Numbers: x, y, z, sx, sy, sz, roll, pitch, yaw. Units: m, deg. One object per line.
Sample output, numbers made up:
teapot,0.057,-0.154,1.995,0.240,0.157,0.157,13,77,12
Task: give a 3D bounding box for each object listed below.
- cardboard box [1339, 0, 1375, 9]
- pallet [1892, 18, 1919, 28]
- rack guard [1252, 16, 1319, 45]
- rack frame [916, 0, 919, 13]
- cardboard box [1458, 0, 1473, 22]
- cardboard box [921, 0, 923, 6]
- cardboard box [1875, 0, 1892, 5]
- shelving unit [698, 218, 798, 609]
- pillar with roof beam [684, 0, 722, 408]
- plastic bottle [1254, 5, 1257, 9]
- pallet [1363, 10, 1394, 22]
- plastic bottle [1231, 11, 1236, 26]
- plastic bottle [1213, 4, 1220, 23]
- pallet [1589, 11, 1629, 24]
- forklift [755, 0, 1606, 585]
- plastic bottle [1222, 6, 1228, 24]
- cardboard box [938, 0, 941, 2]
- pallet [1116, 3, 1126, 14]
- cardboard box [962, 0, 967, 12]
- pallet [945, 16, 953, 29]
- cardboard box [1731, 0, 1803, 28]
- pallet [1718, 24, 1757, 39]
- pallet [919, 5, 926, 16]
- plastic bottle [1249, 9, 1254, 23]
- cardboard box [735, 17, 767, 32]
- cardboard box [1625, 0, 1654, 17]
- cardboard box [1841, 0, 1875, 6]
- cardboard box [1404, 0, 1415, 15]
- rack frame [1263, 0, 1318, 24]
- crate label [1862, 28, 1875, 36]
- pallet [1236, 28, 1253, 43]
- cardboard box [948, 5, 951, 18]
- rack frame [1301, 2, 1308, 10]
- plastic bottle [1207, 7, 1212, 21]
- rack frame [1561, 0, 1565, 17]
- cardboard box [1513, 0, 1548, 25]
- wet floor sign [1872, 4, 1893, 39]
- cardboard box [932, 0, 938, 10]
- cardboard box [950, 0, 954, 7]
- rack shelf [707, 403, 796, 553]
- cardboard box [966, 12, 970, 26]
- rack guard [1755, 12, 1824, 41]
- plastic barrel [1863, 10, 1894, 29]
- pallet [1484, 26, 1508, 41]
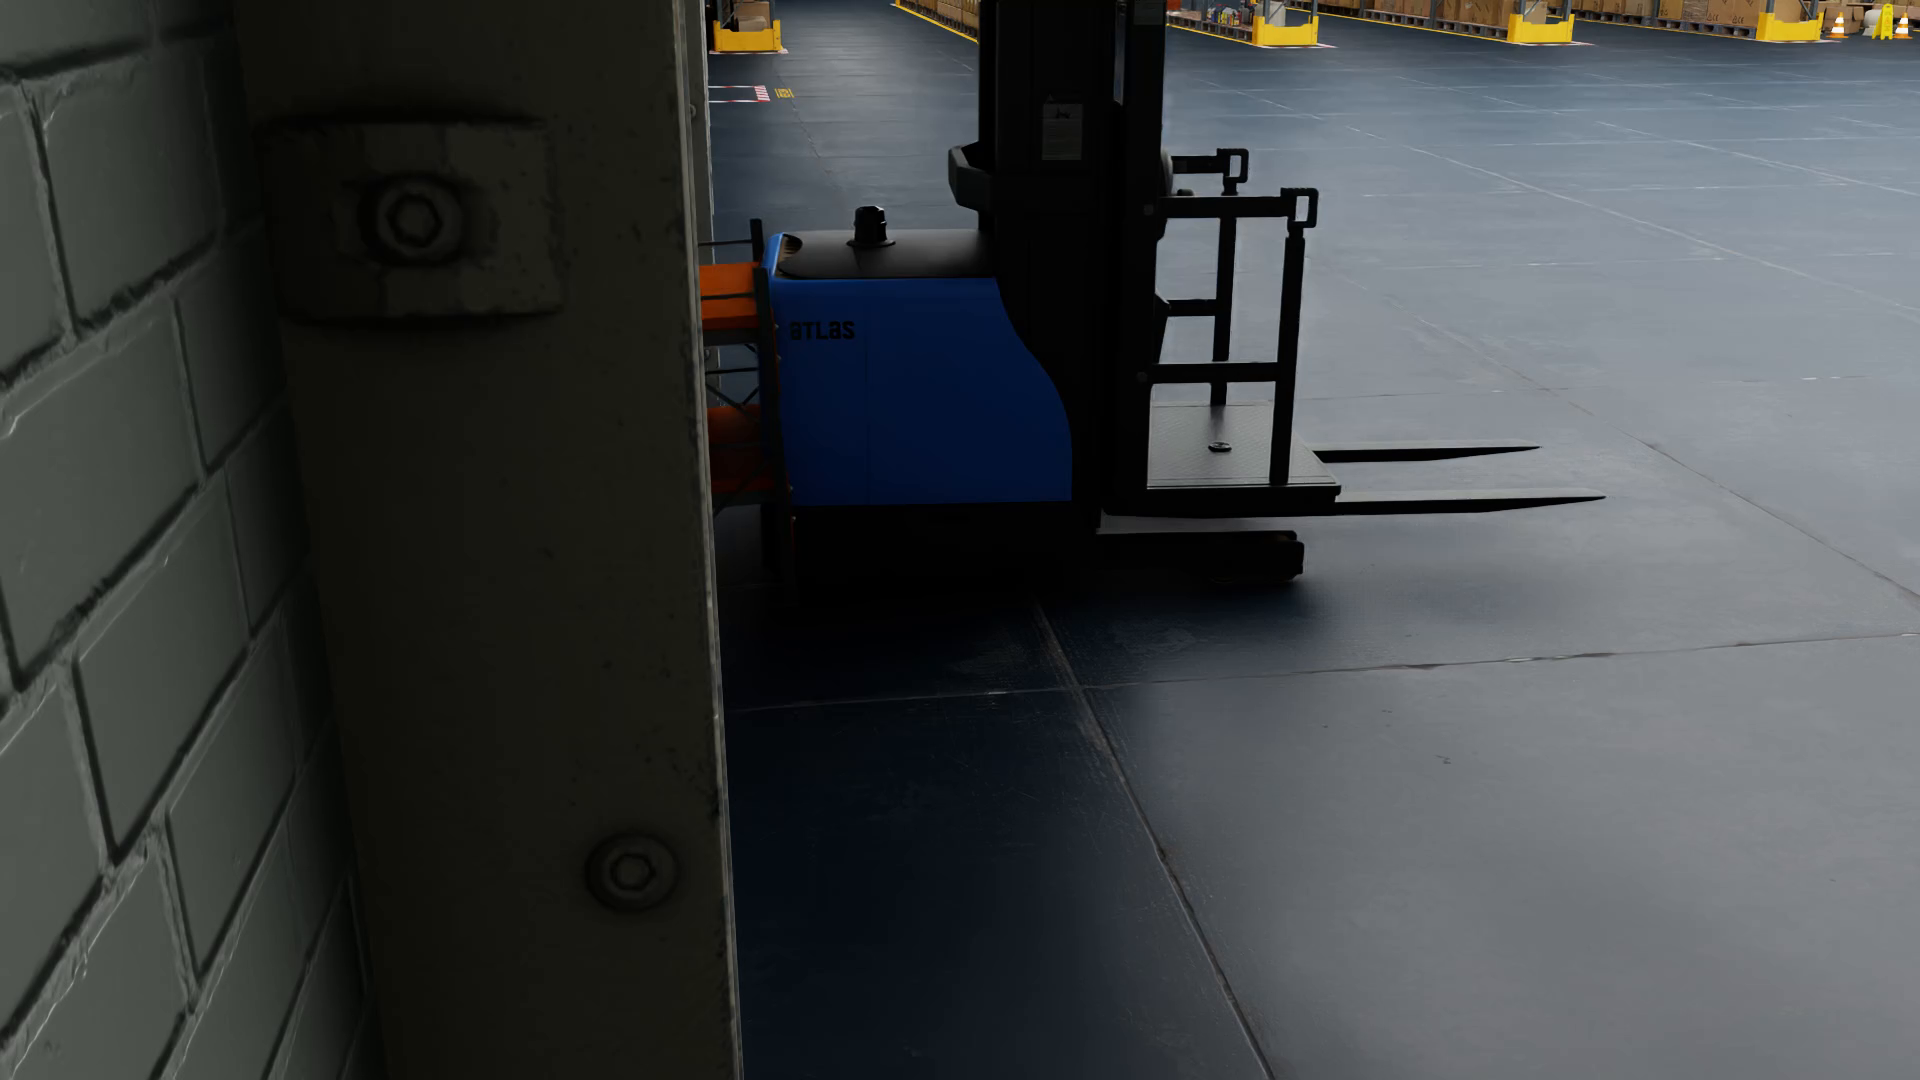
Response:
cardboard box,9.723,-13.010,39.199,1.225,0.875,0.875,-4,21,-10
pallet,20.317,-11.146,35.758,1.003,0.211,1.213,-3,21,-8
rack guard,5.996,-9.402,30.674,1.175,0.500,0.348,-3,21,-8
rack frame,-0.578,-14.455,40.632,1.000,3.000,0.127,-3,21,-8
cardboard box,10.487,-10.871,34.007,0.500,0.500,0.500,4,21,9
cardboard box,-0.661,-13.126,40.018,0.500,0.500,0.500,-3,21,-7
cardboard box,20.003,-11.725,35.581,0.500,0.500,0.500,-2,21,-5
shelving unit,-0.881,-0.460,5.794,0.538,1.125,1.048,-5,20,-6
pillar with roof beam,3.013,-4.966,6.651,9.100,9.000,0.400,-3,21,-8
plastic bottle,5.930,-10.512,33.232,0.144,0.351,0.185,-3,21,-8
pallet,9.913,-11.992,38.021,1.003,0.211,1.213,-3,21,-8
plastic bottle,5.321,-10.136,32.320,0.061,0.283,0.133,-2,21,-6
plastic bottle,5.183,-10.599,33.463,0.144,0.351,0.185,-2,21,-6
pallet,14.936,-11.779,37.452,1.003,0.211,1.213,-3,21,-8
forklift,0.800,-1.403,5.783,3.031,2.935,1.130,-1,21,-3
plastic bottle,5.272,-10.386,32.894,0.144,0.351,0.185,-3,21,-8
cardboard box,-0.216,-12.045,36.708,0.500,0.311,0.500,-2,21,-6
pallet,4.394,-13.128,41.064,1.003,0.211,1.213,-3,21,-8
cardboard box,0.332,-10.769,33.020,0.500,0.500,0.500,-3,21,-8
pallet,0.251,-11.055,35.514,1.003,0.211,1.213,-3,21,-8
cardboard box,15.715,-10.447,32.336,0.875,0.875,0.875,-3,21,-7
pallet,15.685,-9.980,32.636,1.003,0.211,1.213,-3,21,-8
pallet,-0.423,-12.869,40.371,1.003,0.211,1.213,-3,21,-8
plastic bottle,5.832,-10.467,33.206,0.061,0.283,0.133,-3,21,-8
cardboard box,-3.760,-9.240,29.882,0.500,0.311,0.500,-5,21,-14
cardboard box,15.123,-11.752,36.009,1.050,0.750,0.750,-3,21,-8
cardboard box,20.107,-11.831,36.760,0.950,0.372,0.625,-3,21,-7
cardboard box,10.180,-11.792,36.445,0.700,0.500,0.500,-5,21,-12
rack frame,6.054,-10.549,30.173,1.000,3.000,0.127,-3,21,-8
crate label,18.199,-10.137,33.161,0.250,0.136,0.298,-15,25,-35
pallet,5.885,-9.548,31.479,1.003,0.211,1.213,-3,21,-8
cardboard box,0.011,-11.251,35.384,0.500,0.250,0.500,-2,21,-7
rack frame,9.225,-14.953,41.966,1.000,3.000,0.127,-3,21,-8
plastic bottle,5.090,-10.729,33.927,0.097,0.271,0.097,0,20,0
rack frame,14.725,-13.784,38.834,1.000,3.000,0.127,-3,21,-8
cardboard box,10.882,-10.041,31.787,0.500,0.500,0.500,1,20,2
wet floor sign,17.841,-10.001,32.070,0.267,0.644,0.232,-7,21,-17
cardboard box,-0.368,-12.417,38.119,0.500,0.500,0.500,-2,21,-6
cardboard box,0.082,-11.335,34.806,0.500,0.311,0.500,-3,21,-8
rack shelf,-0.868,-0.231,5.877,0.538,0.278,1.000,-5,20,-6
cardboard box,0.409,-10.245,32.688,0.500,0.250,0.500,-3,21,-8
rack guard,15.881,-9.835,31.833,1.175,0.500,0.348,-3,21,-8
plastic barrel,18.966,-10.730,34.341,0.512,0.421,0.421,12,24,30
pallet,10.862,-9.802,32.158,1.003,0.211,1.213,-3,21,-8
